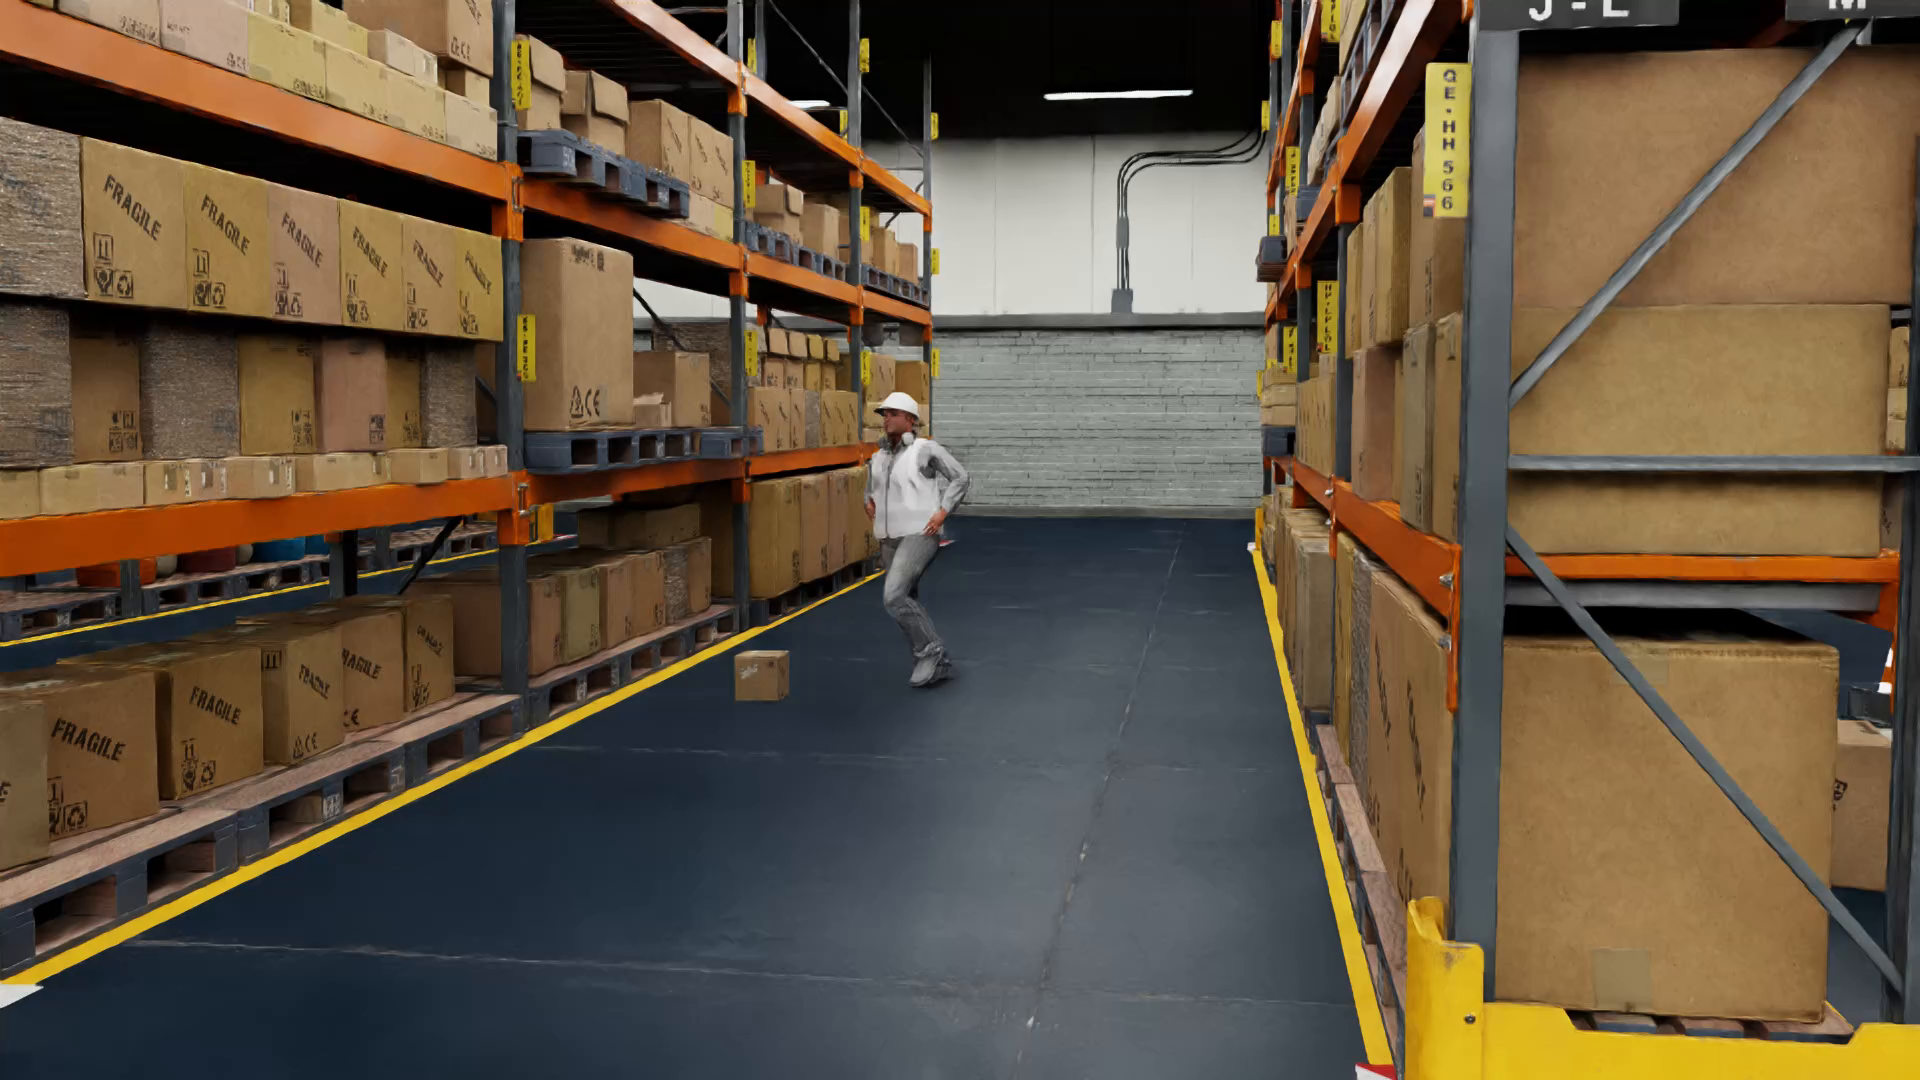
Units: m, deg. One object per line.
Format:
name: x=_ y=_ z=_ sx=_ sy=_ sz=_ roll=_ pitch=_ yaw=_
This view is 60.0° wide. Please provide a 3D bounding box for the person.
person: x=-0.354 y=-0.018 z=9.951 sx=0.658 sy=1.740 sz=0.585 roll=4 pitch=6 yaw=43
